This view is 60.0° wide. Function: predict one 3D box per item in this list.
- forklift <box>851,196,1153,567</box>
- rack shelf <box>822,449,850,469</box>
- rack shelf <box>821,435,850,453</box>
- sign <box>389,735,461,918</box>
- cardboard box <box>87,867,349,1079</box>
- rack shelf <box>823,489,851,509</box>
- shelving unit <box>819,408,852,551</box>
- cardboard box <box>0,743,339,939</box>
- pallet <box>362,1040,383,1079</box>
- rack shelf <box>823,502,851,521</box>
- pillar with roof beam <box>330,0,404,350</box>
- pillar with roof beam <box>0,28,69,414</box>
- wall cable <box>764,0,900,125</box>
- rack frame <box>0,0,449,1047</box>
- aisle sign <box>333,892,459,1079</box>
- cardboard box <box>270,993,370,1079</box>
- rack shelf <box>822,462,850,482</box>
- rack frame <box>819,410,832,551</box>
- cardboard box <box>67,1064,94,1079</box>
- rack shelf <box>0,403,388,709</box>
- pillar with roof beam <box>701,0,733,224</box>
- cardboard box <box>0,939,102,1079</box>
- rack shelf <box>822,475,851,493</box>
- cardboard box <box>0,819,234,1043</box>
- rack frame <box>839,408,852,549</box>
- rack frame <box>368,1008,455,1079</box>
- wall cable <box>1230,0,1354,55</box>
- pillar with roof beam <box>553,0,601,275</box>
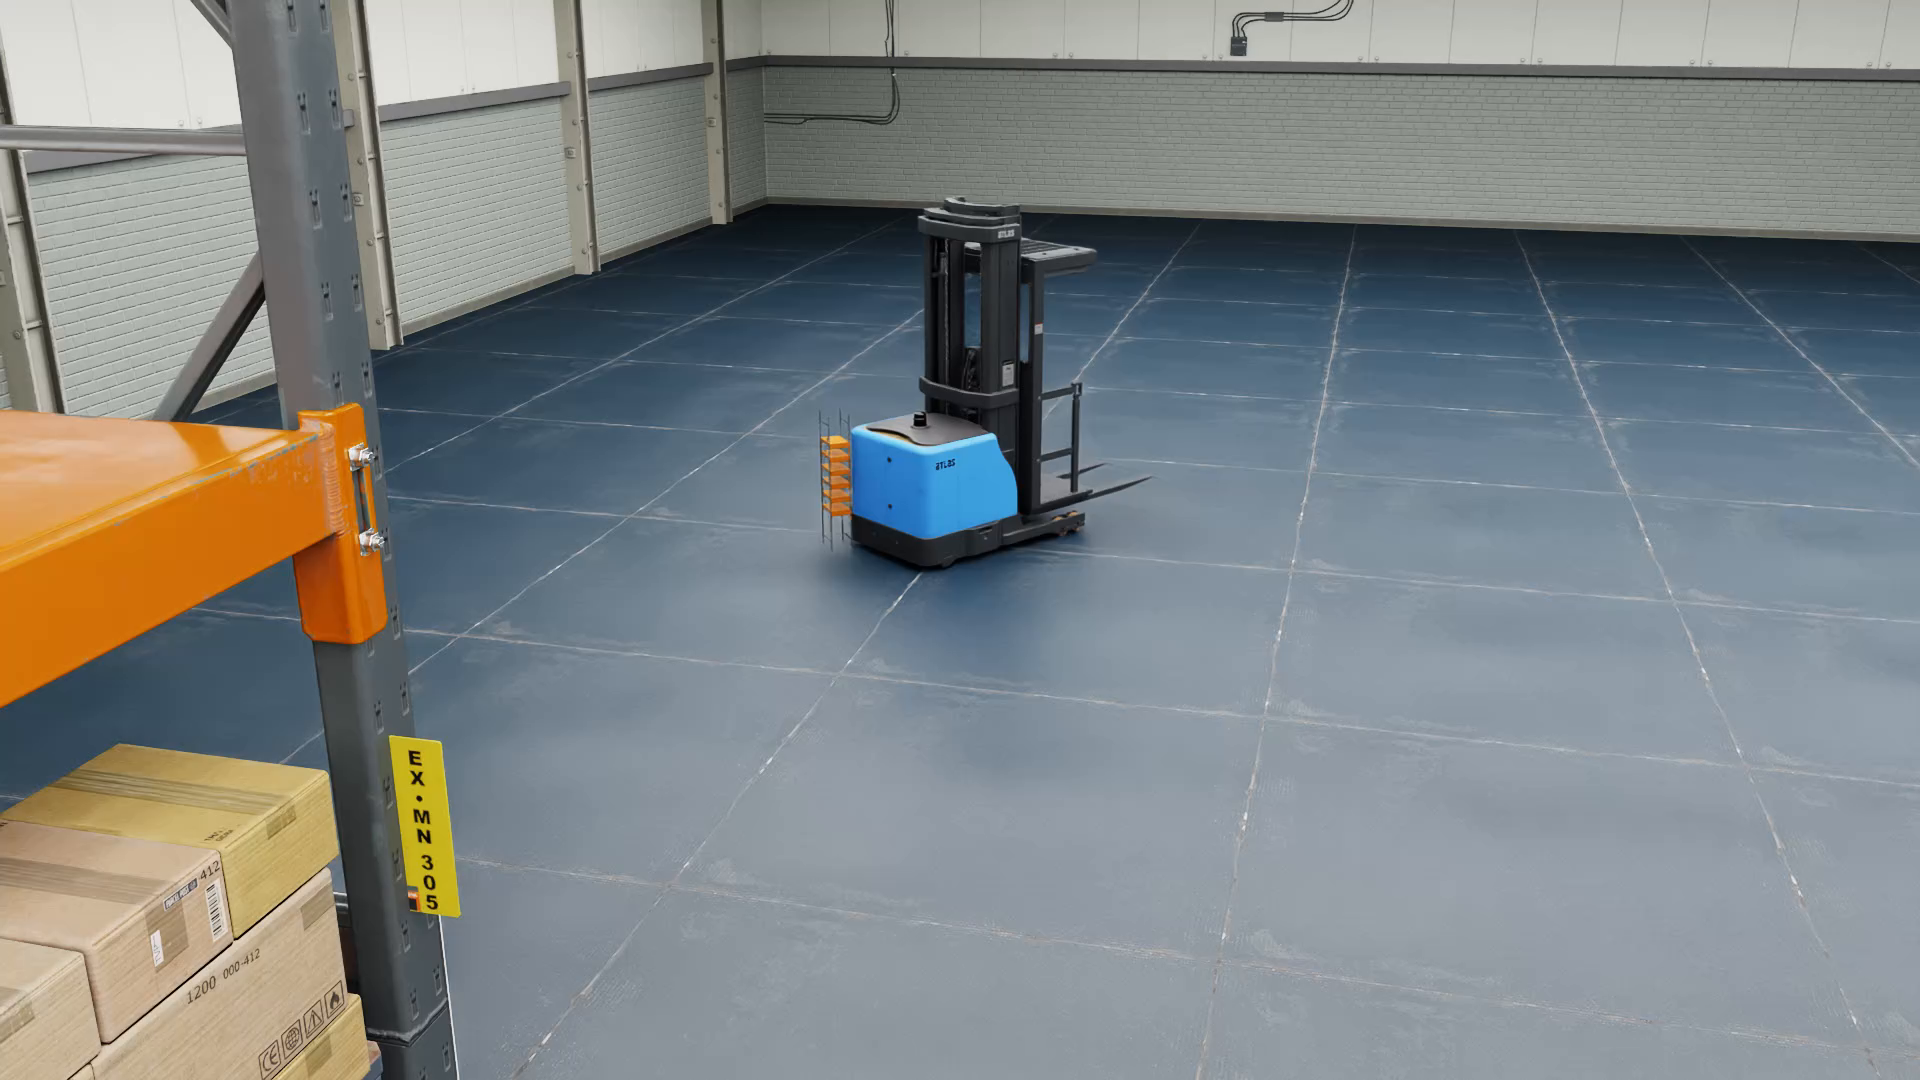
[{"bbox_3d":[0.489,-1.539,14.659,3.031,2.935,1.130,-16,25,-39],"label":"forklift"},{"bbox_3d":[-1.071,-0.701,14.280,0.180,0.103,0.258,-8,20,-22],"label":"rack shelf"},{"bbox_3d":[-1.071,-0.815,14.241,0.180,0.103,0.258,-8,20,-22],"label":"rack shelf"},{"bbox_3d":[-0.891,0.478,2.761,0.100,0.325,0.005,5,19,13],"label":"sign"},{"bbox_3d":[-1.262,0.672,2.408,0.500,0.250,0.500,5,19,14],"label":"cardboard box"},{"bbox_3d":[-1.071,-0.361,14.396,0.180,0.103,0.258,-8,20,-22],"label":"rack shelf"},{"bbox_3d":[-1.071,-0.516,14.343,0.189,1.200,0.258,-8,20,-22],"label":"shelving unit"},{"bbox_3d":[-1.167,0.440,2.469,0.380,0.149,0.250,5,19,14],"label":"cardboard box"},{"bbox_3d":[-1.585,1.087,2.360,1.003,0.211,1.213,5,19,13],"label":"pallet"},{"bbox_3d":[-1.071,-0.247,14.435,0.180,0.103,0.258,-8,20,-22],"label":"rack shelf"},{"bbox_3d":[-3.524,-6.512,19.832,9.100,9.000,0.400,5,19,13],"label":"pillar with roof beam"},{"bbox_3d":[-4.990,-4.632,14.326,9.100,9.000,0.400,5,19,13],"label":"pillar with roof beam"},{"bbox_3d":[-2.765,-9.963,34.739,3.097,2.526,0.112,5,19,13],"label":"wall cable"},{"bbox_3d":[-1.414,-0.608,2.544,1.000,3.000,0.127,5,19,13],"label":"rack frame"},{"bbox_3d":[-1.105,1.003,3.090,0.394,0.787,0.004,5,19,13],"label":"aisle sign"},{"bbox_3d":[-1.166,0.816,2.602,0.380,0.149,0.250,5,19,13],"label":"cardboard box"},{"bbox_3d":[-1.071,-0.588,14.318,0.180,0.103,0.258,-8,20,-22],"label":"rack shelf"},{"bbox_3d":[-1.155,-0.504,14.308,0.006,1.200,0.240,-8,20,-22],"label":"rack frame"},{"bbox_3d":[-1.385,0.828,1.949,0.500,0.250,0.500,5,19,13],"label":"cardboard box"},{"bbox_3d":[-1.902,0.549,0.890,1.077,0.370,4.000,5,19,13],"label":"rack shelf"},{"bbox_3d":[-0.592,-10.274,30.844,9.100,9.000,0.400,5,19,13],"label":"pillar with roof beam"},{"bbox_3d":[-1.292,0.598,2.005,0.380,0.149,0.250,5,19,14],"label":"cardboard box"},{"bbox_3d":[-1.071,-0.474,14.357,0.180,0.103,0.258,-8,20,-22],"label":"rack shelf"},{"bbox_3d":[-1.229,0.518,2.241,0.380,0.149,0.250,5,19,14],"label":"cardboard box"},{"bbox_3d":[-0.987,-0.528,14.377,0.006,1.200,0.240,-8,20,-22],"label":"rack frame"},{"bbox_3d":[-1.414,2.231,3.514,1.000,3.000,0.127,5,19,13],"label":"rack frame"},{"bbox_3d":[6.437,-12.287,31.477,2.305,6.003,0.169,5,19,13],"label":"wall cable"},{"bbox_3d":[-2.058,-8.393,25.338,9.100,9.000,0.400,5,19,13],"label":"pillar with roof beam"}]
